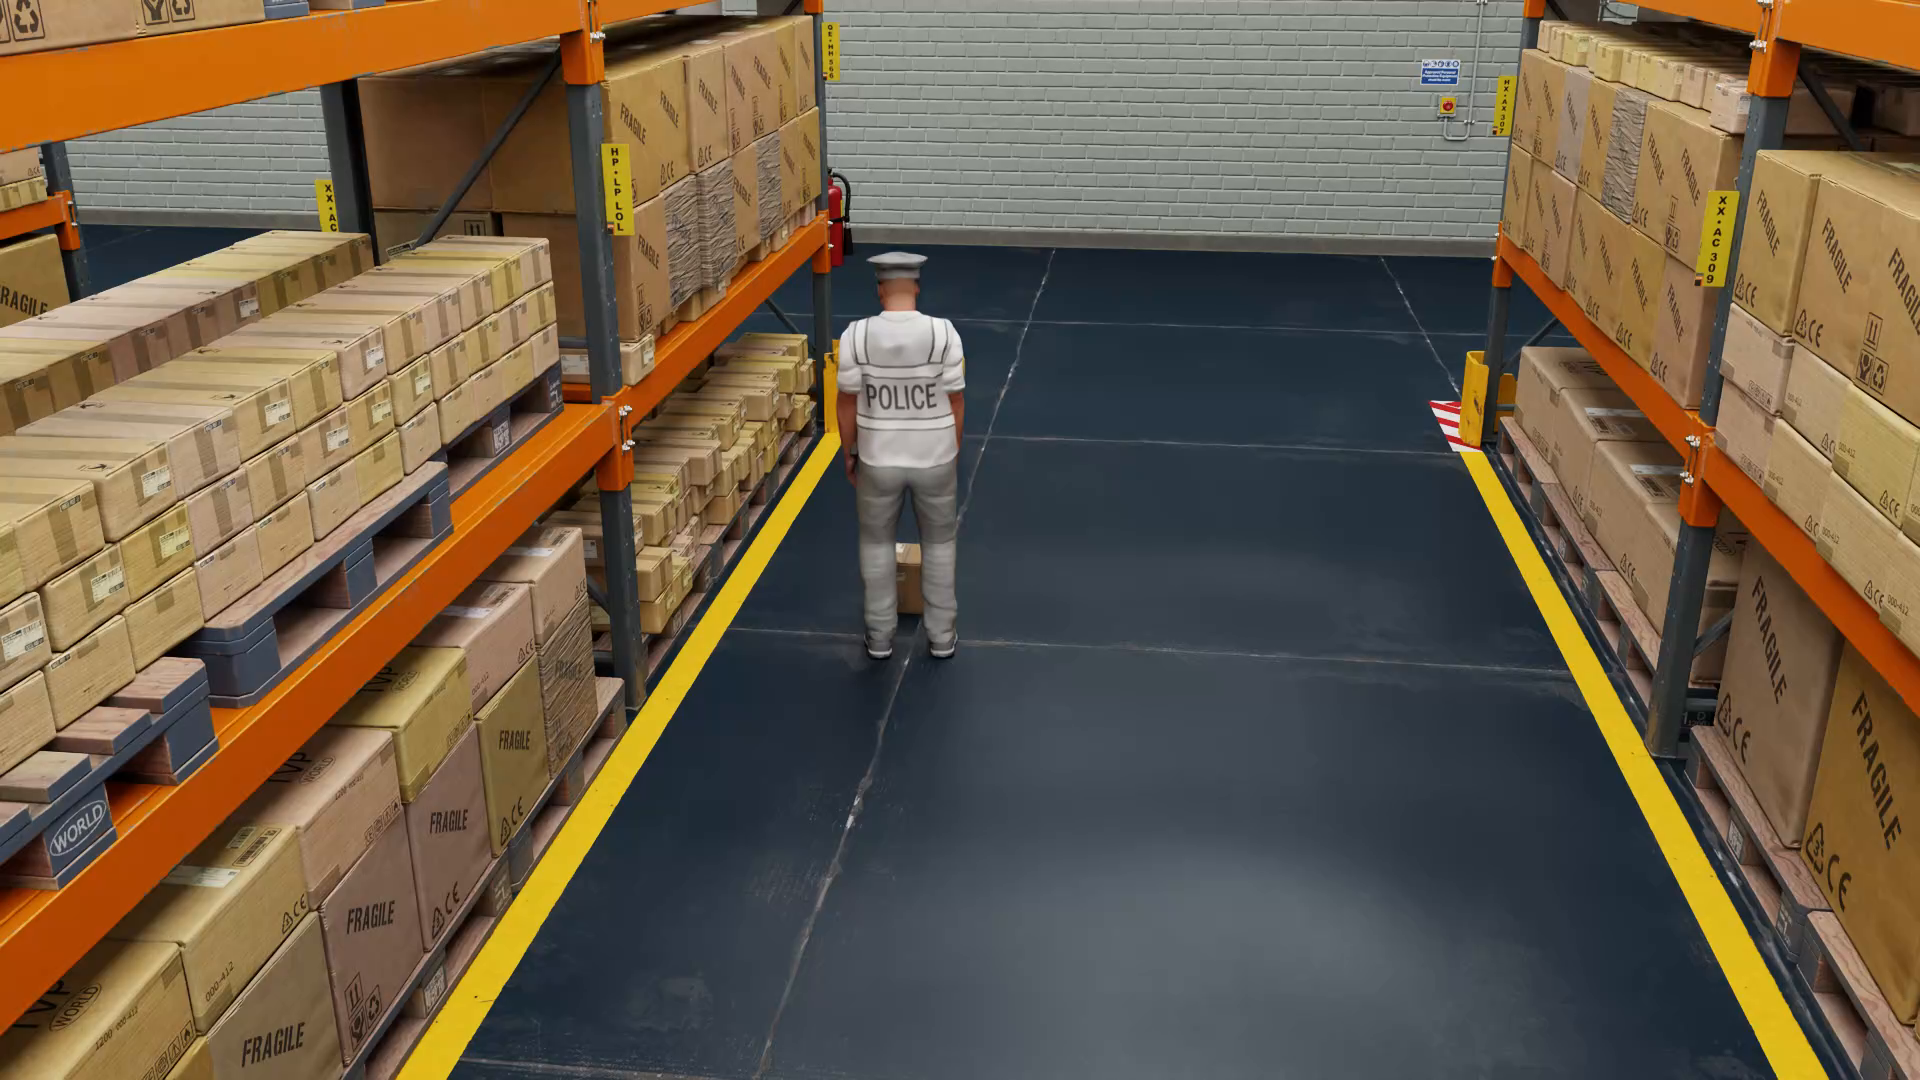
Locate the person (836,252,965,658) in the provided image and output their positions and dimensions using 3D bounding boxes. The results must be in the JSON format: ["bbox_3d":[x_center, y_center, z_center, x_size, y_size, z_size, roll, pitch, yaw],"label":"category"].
[{"bbox_3d":[-0.246,-0.337,6.980,0.532,1.737,0.390,0,21,-1],"label":"person"}]
